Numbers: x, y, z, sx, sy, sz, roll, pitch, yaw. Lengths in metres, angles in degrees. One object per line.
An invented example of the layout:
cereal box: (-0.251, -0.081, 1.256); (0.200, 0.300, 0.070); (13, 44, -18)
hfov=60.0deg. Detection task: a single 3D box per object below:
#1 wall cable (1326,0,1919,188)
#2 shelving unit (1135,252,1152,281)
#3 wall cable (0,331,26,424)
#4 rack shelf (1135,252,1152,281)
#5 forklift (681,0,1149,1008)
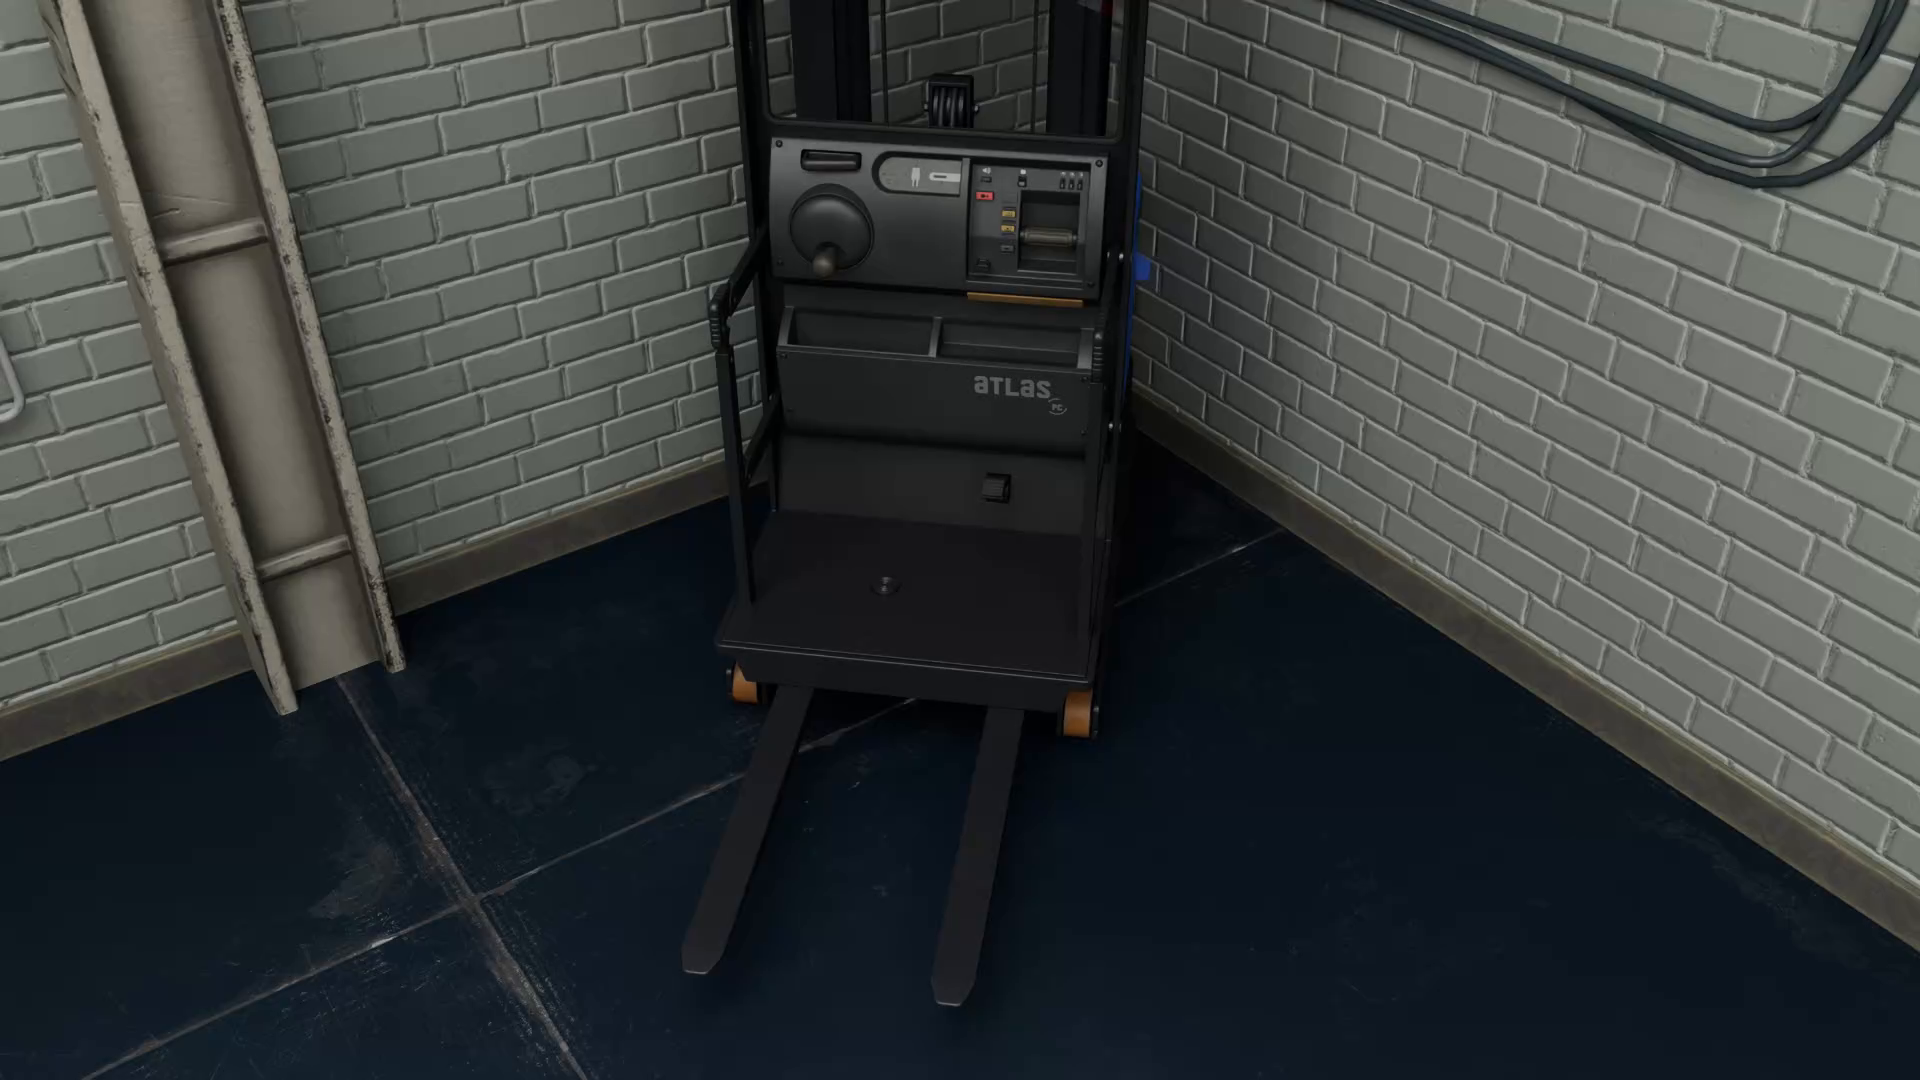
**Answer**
wall cable: (1.145, -2.413, 4.057); (0.112, 2.526, 3.097); (-22, 41, -28)
shelving unit: (0.301, -1.281, 6.152); (1.048, 1.500, 0.538); (6, 40, 7)
wall cable: (-3.182, -0.800, 3.424); (1.851, 1.984, 0.084); (-22, 41, -28)
rack shelf: (0.300, -1.141, 6.265); (1.000, 0.185, 0.538); (6, 40, 7)
forklift: (-0.096, -0.828, 4.392); (1.130, 2.935, 3.031); (5, 36, 7)
